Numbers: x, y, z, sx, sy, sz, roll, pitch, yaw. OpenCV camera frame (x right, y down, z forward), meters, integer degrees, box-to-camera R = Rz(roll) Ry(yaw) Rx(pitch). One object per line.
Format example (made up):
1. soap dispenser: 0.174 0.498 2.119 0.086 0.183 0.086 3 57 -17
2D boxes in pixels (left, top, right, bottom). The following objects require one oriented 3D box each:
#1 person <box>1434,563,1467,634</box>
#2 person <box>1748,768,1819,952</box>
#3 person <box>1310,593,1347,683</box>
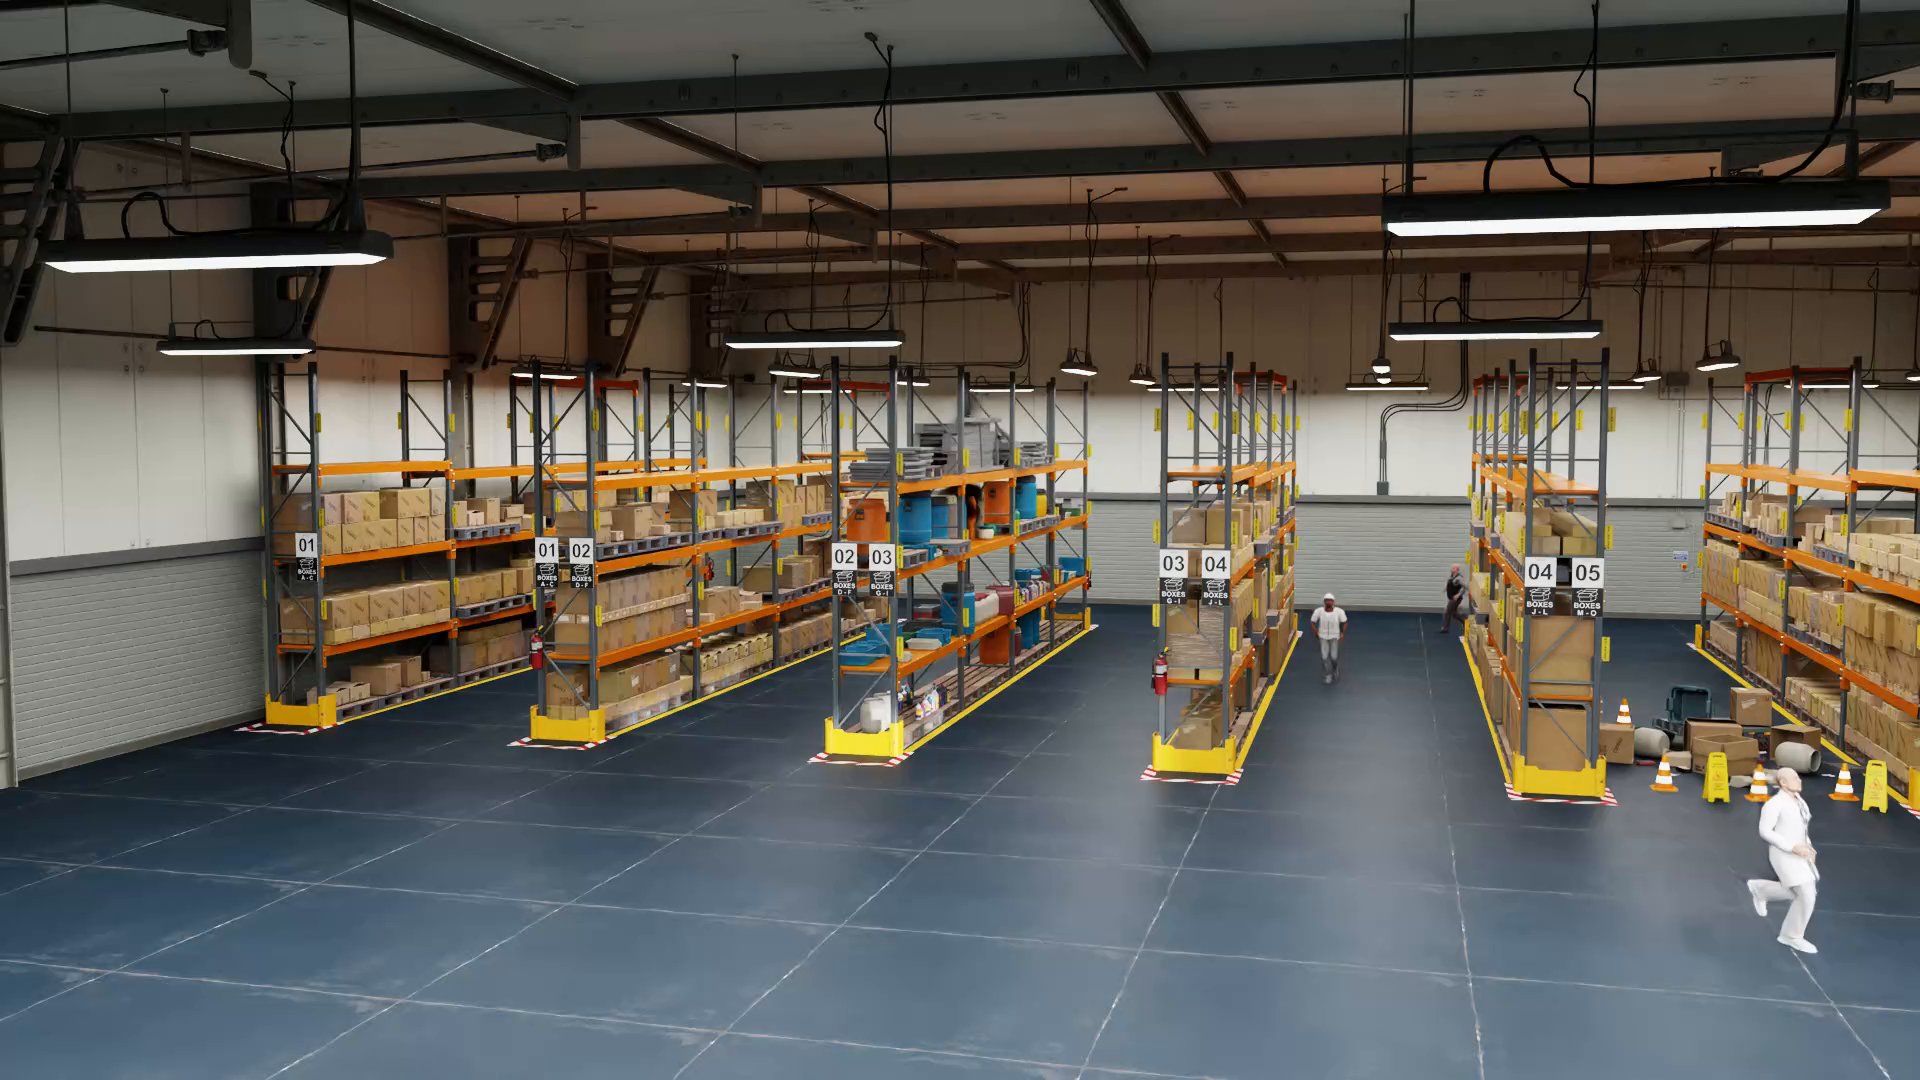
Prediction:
1. person: 11.691 1.392 39.228 0.866 1.697 0.739 0 4 1
2. person: 7.916 3.037 15.990 0.722 1.725 0.711 -4 5 -42
3. person: 7.089 1.884 32.046 0.706 1.726 0.575 1 4 17
